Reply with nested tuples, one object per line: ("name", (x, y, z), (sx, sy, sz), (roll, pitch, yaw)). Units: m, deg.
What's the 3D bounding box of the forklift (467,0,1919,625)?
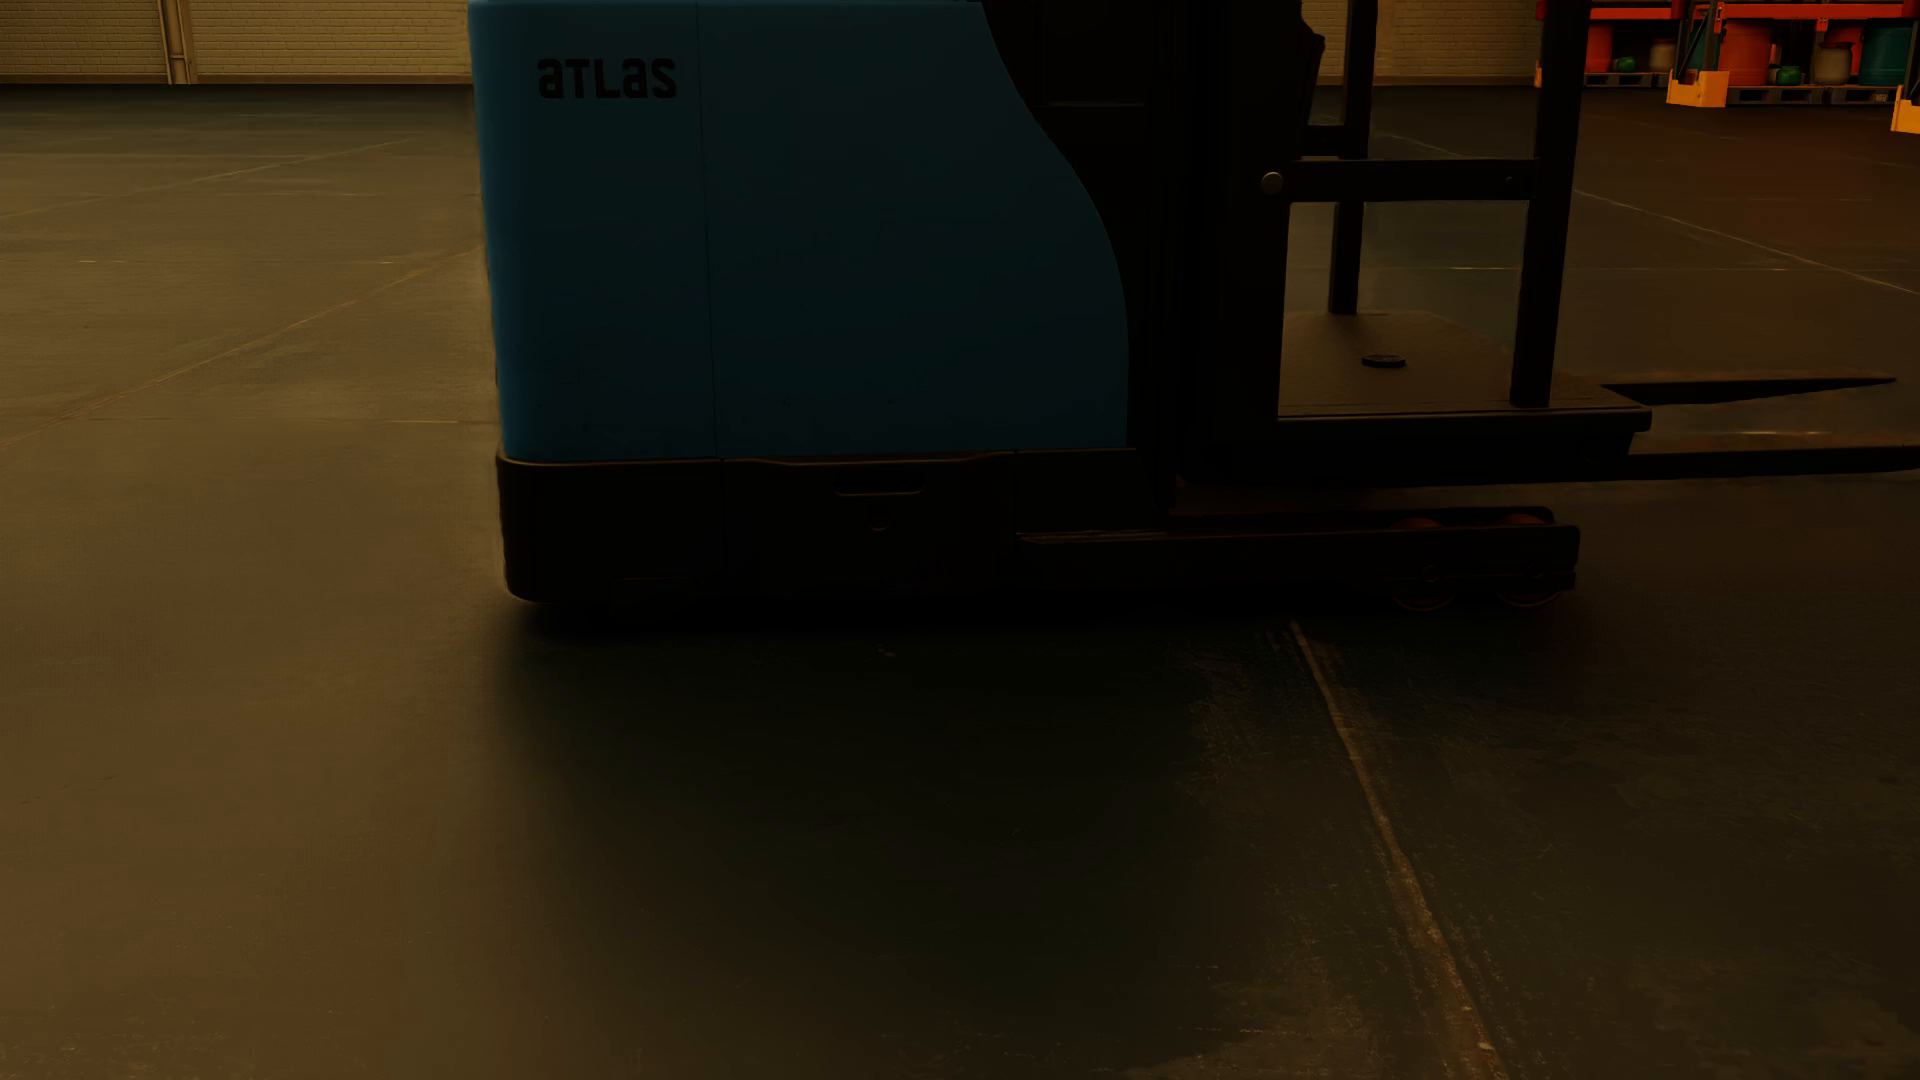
("forklift", (0.676, -1.426, 3.022), (3.031, 2.935, 1.130), (-2, 17, -6))
